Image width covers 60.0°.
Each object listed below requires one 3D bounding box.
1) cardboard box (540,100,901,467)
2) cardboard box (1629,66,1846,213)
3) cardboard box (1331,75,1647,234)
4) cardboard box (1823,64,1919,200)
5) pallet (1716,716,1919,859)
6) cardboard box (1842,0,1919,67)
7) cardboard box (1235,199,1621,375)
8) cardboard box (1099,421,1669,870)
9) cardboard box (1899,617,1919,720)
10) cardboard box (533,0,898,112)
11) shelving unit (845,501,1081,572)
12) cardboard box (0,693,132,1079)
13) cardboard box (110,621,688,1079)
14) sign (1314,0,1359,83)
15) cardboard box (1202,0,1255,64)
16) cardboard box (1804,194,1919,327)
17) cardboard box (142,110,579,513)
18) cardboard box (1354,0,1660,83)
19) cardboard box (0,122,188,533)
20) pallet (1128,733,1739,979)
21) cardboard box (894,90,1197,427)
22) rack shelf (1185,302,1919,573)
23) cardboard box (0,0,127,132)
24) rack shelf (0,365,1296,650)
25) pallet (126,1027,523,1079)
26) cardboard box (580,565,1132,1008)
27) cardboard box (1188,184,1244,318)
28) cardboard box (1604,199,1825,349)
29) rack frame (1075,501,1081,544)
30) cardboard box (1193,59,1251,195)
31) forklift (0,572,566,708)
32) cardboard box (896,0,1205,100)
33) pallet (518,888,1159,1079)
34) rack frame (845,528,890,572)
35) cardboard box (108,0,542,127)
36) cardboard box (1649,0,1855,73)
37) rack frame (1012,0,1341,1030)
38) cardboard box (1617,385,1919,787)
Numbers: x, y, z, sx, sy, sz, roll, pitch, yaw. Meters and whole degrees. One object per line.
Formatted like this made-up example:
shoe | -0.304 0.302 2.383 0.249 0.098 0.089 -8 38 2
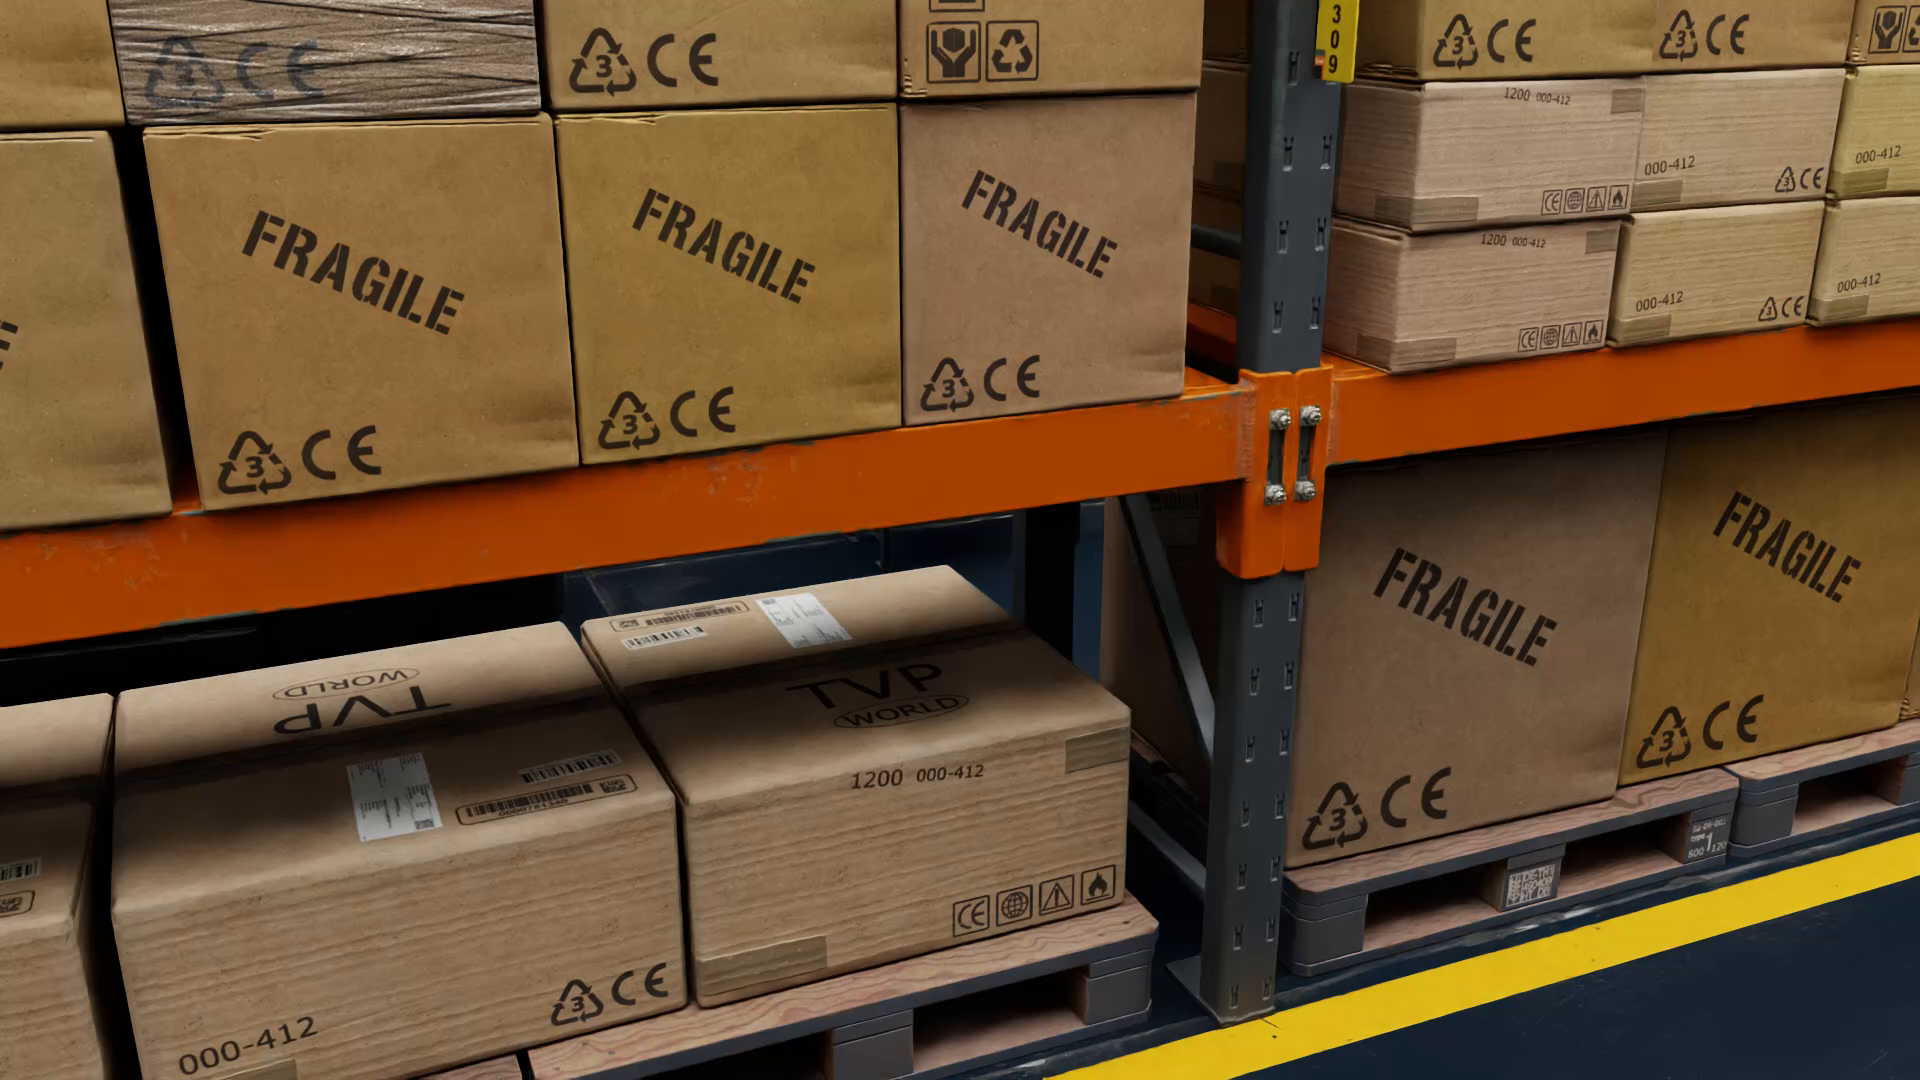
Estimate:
cardboard box | -0.420 -0.449 2.629 0.500 0.500 0.500 -9 21 -23
cardboard box | 1.358 -0.824 3.318 0.500 0.250 0.500 -8 21 -21
cardboard box | 0.890 -0.747 3.099 0.500 0.250 0.500 -9 21 -23
cardboard box | 1.832 -0.882 3.484 0.500 0.250 0.500 -8 21 -21
pallet | 2.175 0.419 4.513 1.213 0.211 1.003 -8 21 -22
cardboard box | 1.810 -1.239 3.369 0.500 0.500 0.500 -9 21 -23
cardboard box | 0.883 -0.516 3.198 0.500 0.250 0.500 -9 21 -23
cardboard box | 0.912 0.088 3.821 0.875 0.875 0.875 -7 21 -20
cardboard box | 2.560 -0.150 4.499 0.875 0.875 0.875 -8 21 -21
cardboard box | -0.419 -0.918 2.457 0.500 0.500 0.500 -8 21 -23
shelving unit | 0.006 -0.708 5.775 0.755 1.500 0.431 -8 21 -22
cardboard box | -1.895 0.687 2.781 0.875 0.438 0.875 -8 21 -20
cardboard box | -1.066 0.569 3.116 0.875 0.438 0.875 -9 21 -24
sign | 0.596 -0.886 2.600 0.005 0.325 0.100 -8 21 -22
cardboard box | 0.685 -1.264 3.439 0.500 0.500 0.500 -7 21 -20
cardboard box | 1.834 -0.647 3.570 0.500 0.250 0.500 -8 21 -22
cardboard box | -0.876 -0.378 2.428 0.500 0.500 0.500 -8 21 -23
cardboard box | 0.892 -1.099 2.970 0.500 0.500 0.500 -8 21 -21
cardboard box | -1.363 -0.314 2.246 0.500 0.500 0.500 -7 21 -20
pallet | 1.053 0.581 4.054 1.213 0.211 1.003 -8 21 -22
cardboard box | 0.050 -0.518 2.826 0.500 0.500 0.500 -8 21 -21
rack shelf | 2.211 -0.534 4.104 4.000 0.370 1.077 -8 21 -22
cardboard box | -1.346 -0.785 2.078 0.500 0.500 0.500 -8 21 -22
rack shelf | -1.462 -0.007 2.610 4.000 0.370 1.077 -8 21 -22
pallet | -1.477 0.944 3.025 1.213 0.211 1.003 -8 21 -22
cardboard box | -0.245 0.451 3.451 0.875 0.438 0.875 -8 21 -23
cardboard box | 0.687 -0.675 3.648 0.500 0.250 0.500 -9 21 -23
cardboard box | 1.358 -0.585 3.393 0.500 0.250 0.500 -9 21 -23
rack frame | 0.342 -0.756 5.912 0.023 1.500 0.400 -8 21 -22
cardboard box | 0.683 -0.907 3.554 0.500 0.250 0.500 -8 21 -22
forklift | -2.802 -1.077 4.666 3.031 2.935 1.130 -6 20 -17
cardboard box | 0.051 -0.982 2.639 0.500 0.500 0.500 -8 21 -22
pallet | -0.355 0.782 3.484 1.213 0.211 1.003 -8 21 -22
rack frame | -0.330 -0.660 5.639 0.023 1.500 0.400 -8 21 -22
cardboard box | -0.882 -0.848 2.258 0.500 0.500 0.500 -8 21 -21
cardboard box | 1.349 -1.174 3.184 0.500 0.500 0.500 -8 21 -22
rack frame | 0.374 -0.610 3.237 0.127 3.000 1.000 -8 21 -22
cardboard box | 1.738 -0.033 4.166 0.875 0.875 0.875 -8 21 -20
